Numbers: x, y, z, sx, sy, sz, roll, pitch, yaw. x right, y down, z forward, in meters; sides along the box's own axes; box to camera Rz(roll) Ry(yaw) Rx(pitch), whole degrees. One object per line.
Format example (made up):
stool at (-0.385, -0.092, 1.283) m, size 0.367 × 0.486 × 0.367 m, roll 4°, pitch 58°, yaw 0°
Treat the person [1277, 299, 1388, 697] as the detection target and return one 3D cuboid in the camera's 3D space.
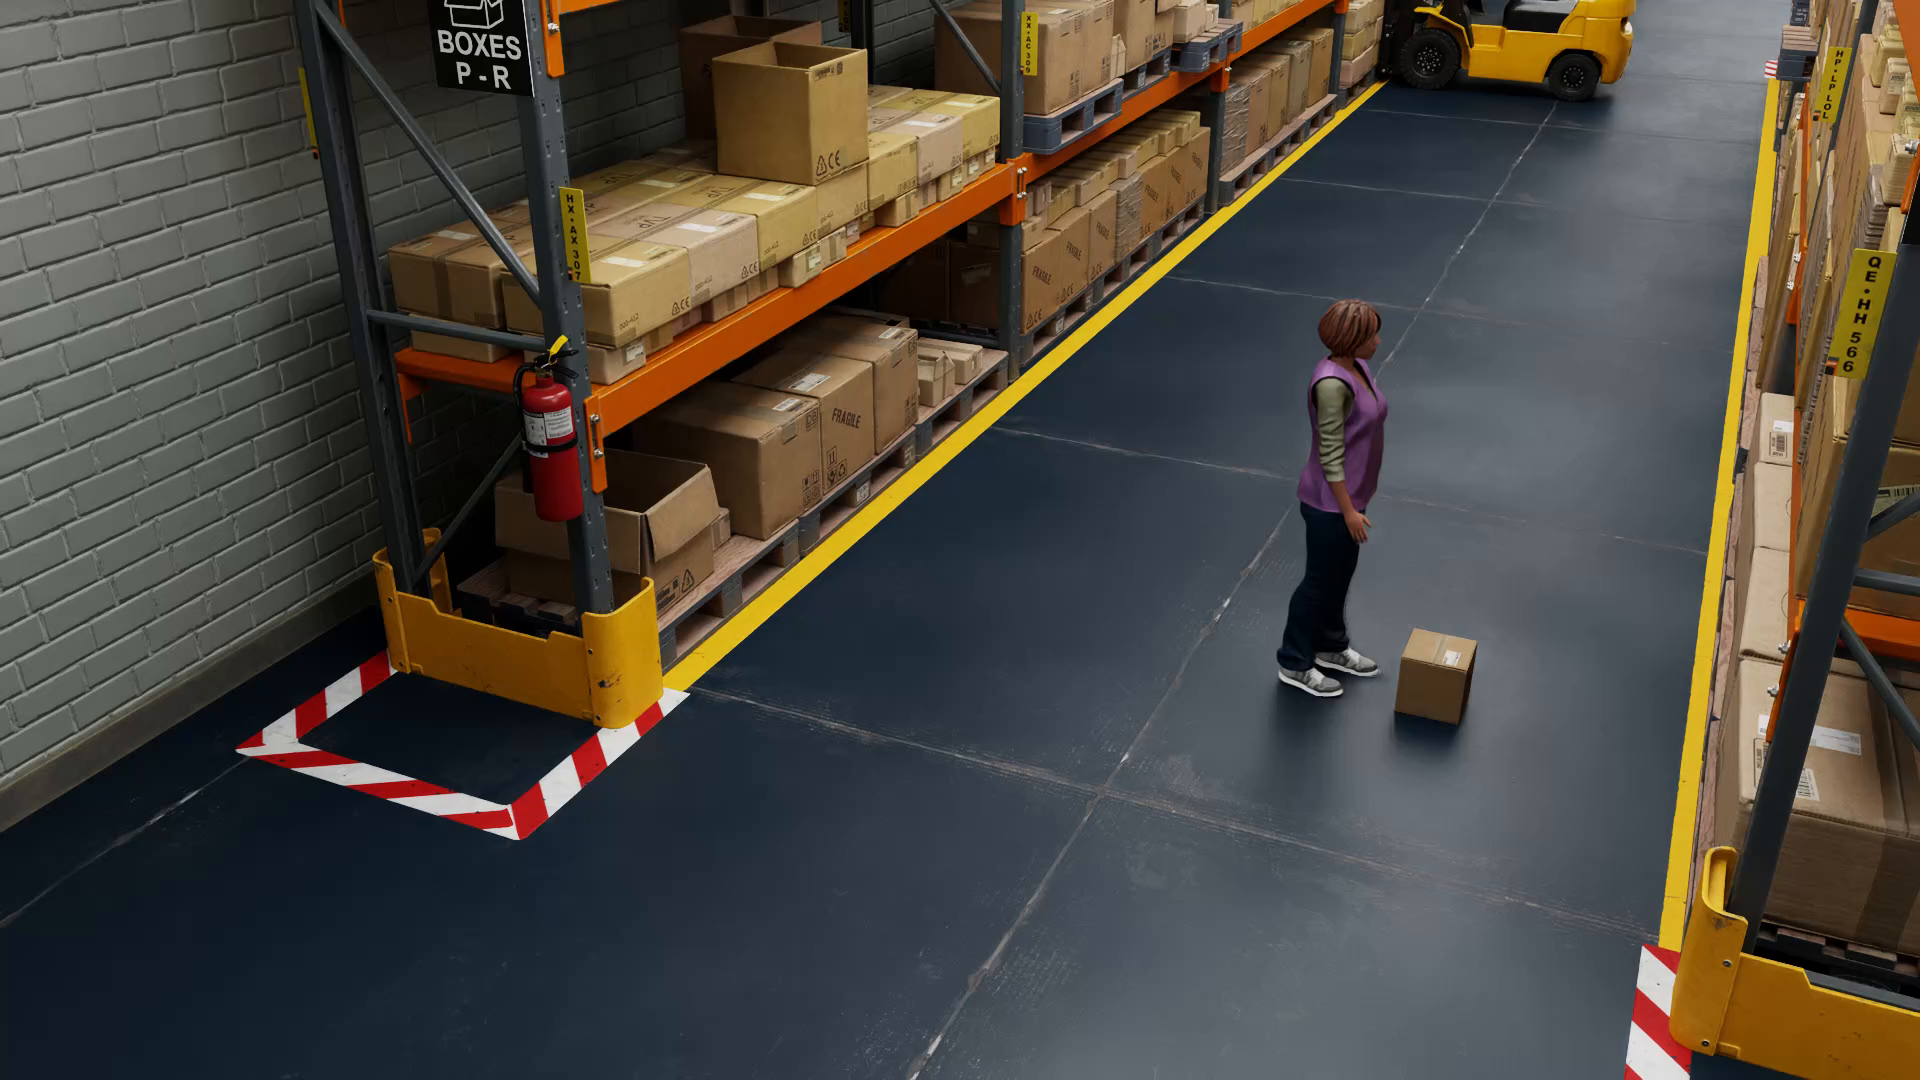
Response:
person at (1.488, -0.151, 6.430) m, size 0.379 × 1.613 × 0.432 m, roll 12°, pitch 29°, yaw 23°
